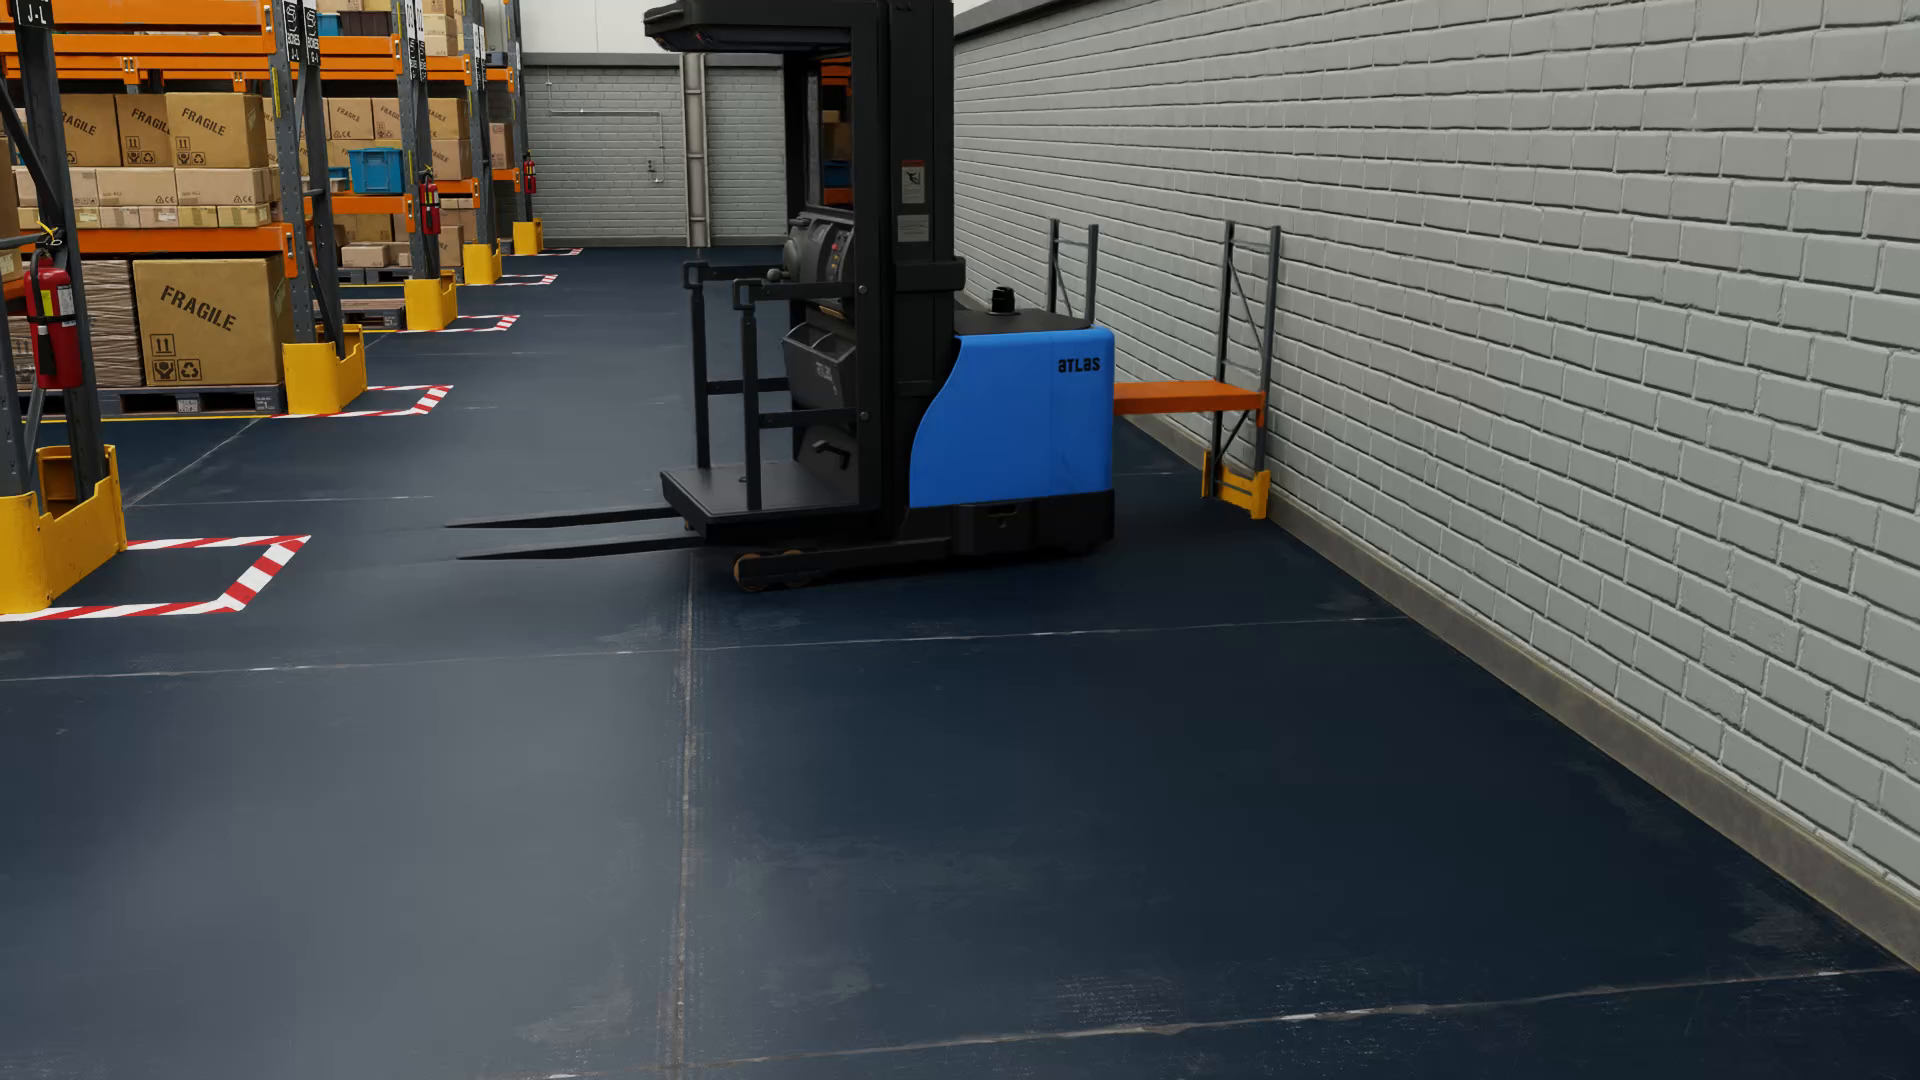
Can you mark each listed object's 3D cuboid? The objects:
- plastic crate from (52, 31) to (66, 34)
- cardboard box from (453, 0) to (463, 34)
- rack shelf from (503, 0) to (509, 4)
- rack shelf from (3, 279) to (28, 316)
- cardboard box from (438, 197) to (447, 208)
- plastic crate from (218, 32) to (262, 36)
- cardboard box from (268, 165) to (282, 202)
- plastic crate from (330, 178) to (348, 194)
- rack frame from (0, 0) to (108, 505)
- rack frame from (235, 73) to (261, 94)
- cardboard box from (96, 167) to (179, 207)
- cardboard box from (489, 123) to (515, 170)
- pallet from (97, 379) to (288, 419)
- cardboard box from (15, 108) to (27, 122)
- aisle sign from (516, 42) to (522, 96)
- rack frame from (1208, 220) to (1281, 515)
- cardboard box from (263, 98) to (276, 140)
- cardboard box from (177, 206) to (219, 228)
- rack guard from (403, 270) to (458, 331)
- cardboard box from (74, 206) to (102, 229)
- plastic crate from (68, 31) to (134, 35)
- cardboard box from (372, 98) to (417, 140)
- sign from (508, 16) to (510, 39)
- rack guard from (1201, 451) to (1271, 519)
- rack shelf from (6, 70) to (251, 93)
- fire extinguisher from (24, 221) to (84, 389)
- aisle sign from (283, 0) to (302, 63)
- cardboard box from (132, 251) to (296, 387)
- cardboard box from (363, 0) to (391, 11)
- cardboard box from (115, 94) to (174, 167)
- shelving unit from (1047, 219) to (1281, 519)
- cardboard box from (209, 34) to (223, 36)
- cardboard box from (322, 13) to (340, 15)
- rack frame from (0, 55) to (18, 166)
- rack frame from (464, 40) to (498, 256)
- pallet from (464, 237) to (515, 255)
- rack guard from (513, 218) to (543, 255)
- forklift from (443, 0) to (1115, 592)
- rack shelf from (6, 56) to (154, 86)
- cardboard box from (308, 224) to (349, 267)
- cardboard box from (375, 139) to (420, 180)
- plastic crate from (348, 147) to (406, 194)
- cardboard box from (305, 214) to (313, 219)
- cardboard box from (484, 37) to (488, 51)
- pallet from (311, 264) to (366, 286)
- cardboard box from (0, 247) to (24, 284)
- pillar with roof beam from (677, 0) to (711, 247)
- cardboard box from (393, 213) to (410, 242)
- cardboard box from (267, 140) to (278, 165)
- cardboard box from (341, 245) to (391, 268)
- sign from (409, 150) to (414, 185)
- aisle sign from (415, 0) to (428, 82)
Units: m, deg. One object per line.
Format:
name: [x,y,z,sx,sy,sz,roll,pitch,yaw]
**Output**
plastic crate: [-9.012,-4.969,16.137,0.662,0.188,0.450,-2,14,-8]
cardboard box: [-7.590,-7.962,25.337,0.500,0.500,0.500,-2,14,-8]
rack shelf: [-8.884,-8.351,25.323,4.000,0.370,1.077,-2,14,-8]
rack shelf: [-6.032,-0.864,6.979,4.000,0.370,1.077,-2,14,-8]
cardboard box: [-8.239,-5.338,26.282,0.250,0.149,0.380,-2,14,-8]
plastic crate: [-6.983,-5.109,16.389,0.767,0.338,0.504,-2,14,-8]
cardboard box: [-5.208,-2.601,12.124,0.500,0.250,0.500,-2,14,-10]
plastic crate: [-6.210,-3.502,16.436,0.243,0.136,0.396,-2,14,-8]
rack frame: [-4.054,-1.285,7.181,0.127,3.000,1.000,-2,14,-8]
rack frame: [-10.862,-5.912,25.627,0.127,3.000,1.000,-2,14,-8]
cardboard box: [-5.634,-2.454,11.537,0.500,0.250,0.500,-2,14,-9]
cardboard box: [-7.410,-6.181,26.085,0.700,0.700,0.980,-1,14,-6]
pallet: [-5.472,-1.082,12.101,1.213,0.211,1.003,-2,14,-8]
cardboard box: [-13.799,-6.307,24.804,0.500,0.250,0.500,-2,14,-9]
aisle sign: [-6.791,-7.248,25.612,0.004,0.787,0.394,-2,14,-8]
rack frame: [1.491,-0.907,8.759,0.032,1.500,0.500,-4,15,-21]
cardboard box: [-8.594,-5.240,20.690,0.500,0.500,0.500,-3,14,-10]
cardboard box: [-5.253,-2.258,11.577,0.250,0.149,0.380,-2,14,-8]
rack guard: [-5.409,-2.465,17.023,0.348,0.500,1.175,-2,14,-8]
cardboard box: [-6.006,-2.231,11.467,0.250,0.149,0.380,-2,14,-10]
plastic crate: [-8.117,-4.899,15.693,0.590,0.269,0.497,-2,14,-8]
cardboard box: [-7.064,-5.298,20.919,0.500,0.500,0.500,-2,14,-7]
sign: [-6.840,-7.771,25.220,0.005,0.325,0.100,-2,14,-8]
rack guard: [1.473,-0.300,8.906,0.087,0.250,0.587,-4,15,-21]
rack shelf: [-12.840,-6.945,25.061,4.000,0.370,1.077,-2,14,-8]
fire extinguisher: [-3.736,-0.965,6.829,0.183,0.674,0.296,-2,14,-8]
aisle sign: [-4.577,-3.673,11.359,0.004,0.787,0.394,-2,14,-8]
cardboard box: [-5.314,-1.613,11.991,0.875,0.875,0.875,-2,14,-8]
cardboard box: [-7.178,-6.833,20.875,0.500,0.500,0.700,-2,14,-8]
cardboard box: [-5.702,-2.947,11.961,0.500,0.500,0.500,-2,14,-10]
shelving unit: [1.025,-0.876,8.581,1.083,1.500,0.587,-4,15,-21]
cardboard box: [-9.108,-6.078,20.431,0.500,0.250,0.500,-2,14,-8]
cardboard box: [-7.624,-6.374,20.587,0.500,0.250,0.500,-2,14,-8]
rack frame: [-9.386,-3.528,16.125,0.127,3.000,1.000,-2,14,-8]
rack frame: [-6.165,-4.865,21.455,0.127,3.000,1.000,-2,14,-8]
pallet: [-7.686,-4.656,26.354,1.213,0.211,1.003,-2,14,-8]
rack guard: [-6.883,-4.845,26.513,0.348,0.500,1.175,-2,14,-8]
forklift: [-0.832,-1.340,7.540,3.031,2.935,1.130,-5,15,-21]
rack shelf: [-12.098,-5.754,20.310,4.000,0.370,1.077,-2,14,-8]
cardboard box: [-8.263,-3.792,21.403,0.637,0.503,0.797,-2,14,-8]
cardboard box: [-7.080,-4.812,21.038,0.500,0.500,0.500,-2,14,-8]
plastic crate: [-5.734,-3.663,16.464,0.499,0.435,0.616,-2,14,-8]
cardboard box: [-10.107,-4.905,25.890,0.500,0.500,0.700,-2,14,-8]
cardboard box: [-7.665,-7.723,25.925,0.500,0.250,0.500,-1,14,-5]
pallet: [-8.232,-3.437,21.494,1.213,0.211,1.003,-2,14,-8]
cardboard box: [-4.423,-1.231,7.479,0.250,0.149,0.380,-2,14,-9]
pillar with roof beam: [-3.724,-8.237,22.566,0.400,9.000,9.100,-2,14,-8]
cardboard box: [-8.576,-4.962,26.115,0.500,0.500,0.700,-3,14,-10]
cardboard box: [-8.575,-4.758,20.824,0.500,0.500,0.500,-2,14,-9]
cardboard box: [-7.610,-3.639,21.312,0.500,0.250,0.500,-2,14,-8]
sign: [-5.333,-3.621,16.158,0.005,0.325,0.100,-2,14,-8]
aisle sign: [-5.404,-5.008,16.682,0.004,0.787,0.394,-2,14,-8]
